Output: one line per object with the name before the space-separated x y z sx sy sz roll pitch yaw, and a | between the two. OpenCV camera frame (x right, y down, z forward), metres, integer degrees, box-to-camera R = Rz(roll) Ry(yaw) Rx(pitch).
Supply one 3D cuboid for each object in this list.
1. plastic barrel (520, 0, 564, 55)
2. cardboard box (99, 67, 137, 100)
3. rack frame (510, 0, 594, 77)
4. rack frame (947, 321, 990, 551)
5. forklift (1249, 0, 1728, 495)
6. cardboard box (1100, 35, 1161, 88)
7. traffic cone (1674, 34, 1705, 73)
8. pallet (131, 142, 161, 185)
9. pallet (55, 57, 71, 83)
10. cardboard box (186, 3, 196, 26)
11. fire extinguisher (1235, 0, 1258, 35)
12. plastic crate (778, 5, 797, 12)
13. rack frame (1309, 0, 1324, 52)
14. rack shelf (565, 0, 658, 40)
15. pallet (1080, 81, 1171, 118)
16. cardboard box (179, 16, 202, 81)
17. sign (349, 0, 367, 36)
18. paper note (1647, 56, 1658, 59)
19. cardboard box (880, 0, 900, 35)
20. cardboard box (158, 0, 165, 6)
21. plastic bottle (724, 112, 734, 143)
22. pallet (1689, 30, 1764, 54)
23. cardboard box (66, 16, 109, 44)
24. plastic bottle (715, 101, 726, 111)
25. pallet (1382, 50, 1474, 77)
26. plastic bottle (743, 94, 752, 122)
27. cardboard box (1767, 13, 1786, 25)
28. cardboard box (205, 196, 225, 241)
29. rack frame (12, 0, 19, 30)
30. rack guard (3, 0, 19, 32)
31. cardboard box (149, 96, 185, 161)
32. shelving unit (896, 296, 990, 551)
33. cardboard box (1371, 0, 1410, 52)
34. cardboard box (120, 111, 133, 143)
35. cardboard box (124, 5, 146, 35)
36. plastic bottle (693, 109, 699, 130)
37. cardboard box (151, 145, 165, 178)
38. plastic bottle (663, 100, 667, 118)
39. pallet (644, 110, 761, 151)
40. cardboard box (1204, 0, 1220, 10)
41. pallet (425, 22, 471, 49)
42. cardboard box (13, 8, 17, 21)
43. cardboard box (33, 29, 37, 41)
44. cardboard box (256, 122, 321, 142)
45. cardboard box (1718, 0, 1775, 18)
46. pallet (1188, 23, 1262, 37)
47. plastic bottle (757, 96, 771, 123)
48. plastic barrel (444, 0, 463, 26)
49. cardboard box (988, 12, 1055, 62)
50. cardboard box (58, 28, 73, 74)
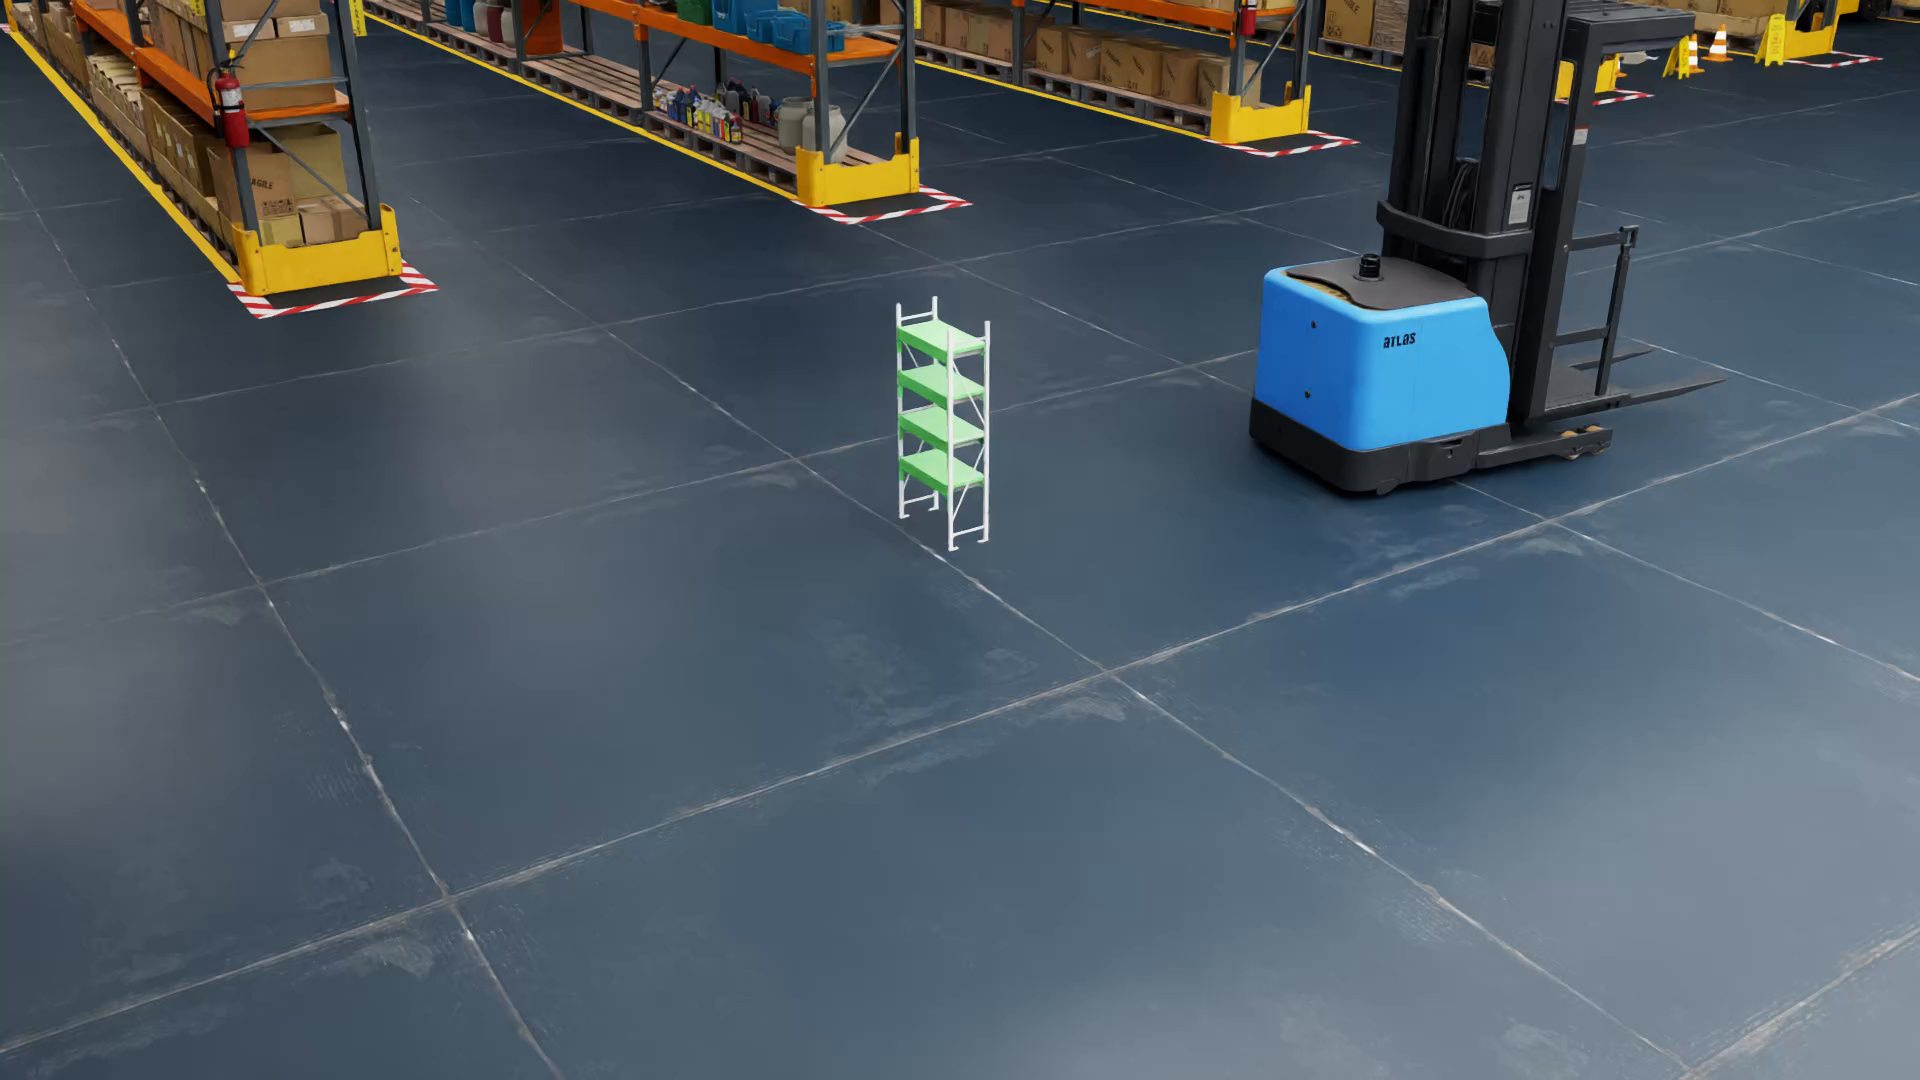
plastic barrel | -5.512 -6.807 21.705 0.600 0.830 0.708 -16 29 -30
cardboard box | -8.773 -4.850 17.581 0.500 0.311 0.500 -16 30 -31
rack frame | -5.231 -7.427 20.969 1.000 3.000 0.127 -16 29 -30
rack frame | 0.043 -0.515 8.434 0.240 1.200 0.015 -16 29 -30
forklift | 3.282 -1.988 9.527 3.031 2.935 1.130 -11 28 -23
cardboard box | 2.011 -5.651 19.643 0.500 0.500 0.500 -19 31 -34
traffic cone | 9.530 -6.355 21.670 0.336 0.463 0.334 -16 29 -30
pallet | -7.634 -3.837 16.630 1.003 0.211 1.213 -16 29 -30
pallet | -11.091 -6.162 21.555 1.003 0.211 1.213 -16 29 -30
cardboard box | -5.947 -4.213 13.283 0.380 0.149 0.250 -15 29 -28
fire extinguisher | 2.963 -5.537 17.055 0.296 0.674 0.183 -16 29 -30
plastic crate | -1.948 -5.355 16.890 0.530 0.136 0.437 -16 29 -30
rack frame | 5.314 -8.270 22.756 1.000 3.000 0.127 -16 29 -30
rack shelf | -4.139 -6.387 19.608 1.077 0.370 4.000 -16 29 -30
pallet | 2.169 -5.221 19.562 1.003 0.211 1.213 -16 29 -30
cardboard box | -6.107 -4.181 13.976 0.700 0.500 0.500 -15 29 -28
sign | -4.547 -3.967 12.533 0.100 0.325 0.005 -16 29 -30
paper note | 9.406 -6.561 22.613 0.142 0.019 0.148 18 31 33
cardboard box | -0.698 -7.415 23.356 0.700 0.500 0.500 -17 30 -32
cardboard box | -6.656 -4.676 14.264 0.380 0.149 0.250 -17 30 -31
plastic bottle | -2.312 -4.129 16.649 0.061 0.283 0.133 -15 29 -28
pallet | 11.134 -7.095 23.531 1.003 0.211 1.213 -16 29 -30
cardboard box | -10.124 -5.981 19.440 0.500 0.250 0.500 -14 29 -28
plastic bottle | -2.508 -4.402 17.237 0.152 0.276 0.135 -16 29 -30
pallet | 6.333 -6.282 21.811 1.003 0.211 1.213 -16 29 -30
plastic bottle | -2.245 -4.587 17.619 0.061 0.283 0.133 -16 29 -30
cardboard box | 11.381 -7.329 23.490 0.500 0.250 0.500 -16 30 -30
cardboard box | -5.839 -2.658 13.596 0.500 0.250 0.500 -16 29 -30
rack frame | -13.750 -9.136 24.588 1.000 3.000 0.127 -16 29 -30
rack guard | -13.709 -7.978 25.064 1.175 0.500 0.348 -16 29 -30
cardboard box | -6.929 -3.713 14.953 0.500 0.500 0.500 -16 29 -30
shelving unit | -0.090 -0.602 8.619 0.258 1.200 0.503 -16 29 -30
cardboard box | 6.094 -6.937 21.927 0.875 0.875 0.875 -15 29 -29
cardboard box | -8.223 -4.235 16.936 0.500 0.250 0.500 -15 29 -28
cardboard box | -7.833 -5.054 16.100 0.396 0.266 0.258 -16 30 -31
plastic bottle | -2.716 -4.370 17.257 0.097 0.201 0.097 0 25 0
cardboard box | -7.200 -3.553 15.493 0.500 0.250 0.500 -16 29 -30
plastic bottle | -3.129 -4.641 17.830 0.097 0.201 0.097 0 25 0
pallet | -2.715 -4.486 18.005 1.003 0.211 1.213 -16 29 -30
cardboard box | 2.822 -5.750 17.710 0.380 0.149 0.250 -16 29 -30
pallet | -7.028 -7.311 23.990 1.003 0.211 1.213 -16 29 -30
cardboard box | -13.673 -7.734 24.423 0.380 0.166 0.250 -16 29 -30
cardboard box | -12.370 -6.872 22.618 0.380 0.149 0.250 -16 29 -30
cardboard box | -5.680 -3.296 14.069 0.500 0.500 0.500 -16 29 -30
cardboard box | 10.934 -7.541 23.061 0.500 0.500 0.500 -15 29 -29
pallet | 4.159 -7.705 24.824 1.003 0.211 1.213 -16 29 -30
plastic bottle | -2.087 -4.557 17.565 0.152 0.276 0.135 -15 29 -29
plastic barrel | -7.131 -7.900 23.938 0.600 0.901 0.708 -16 29 -30
cardboard box | 0.786 -6.444 21.299 0.700 0.500 0.500 -18 31 -33
cardboard box | -10.664 -5.994 20.346 0.500 0.500 0.500 -17 30 -31
